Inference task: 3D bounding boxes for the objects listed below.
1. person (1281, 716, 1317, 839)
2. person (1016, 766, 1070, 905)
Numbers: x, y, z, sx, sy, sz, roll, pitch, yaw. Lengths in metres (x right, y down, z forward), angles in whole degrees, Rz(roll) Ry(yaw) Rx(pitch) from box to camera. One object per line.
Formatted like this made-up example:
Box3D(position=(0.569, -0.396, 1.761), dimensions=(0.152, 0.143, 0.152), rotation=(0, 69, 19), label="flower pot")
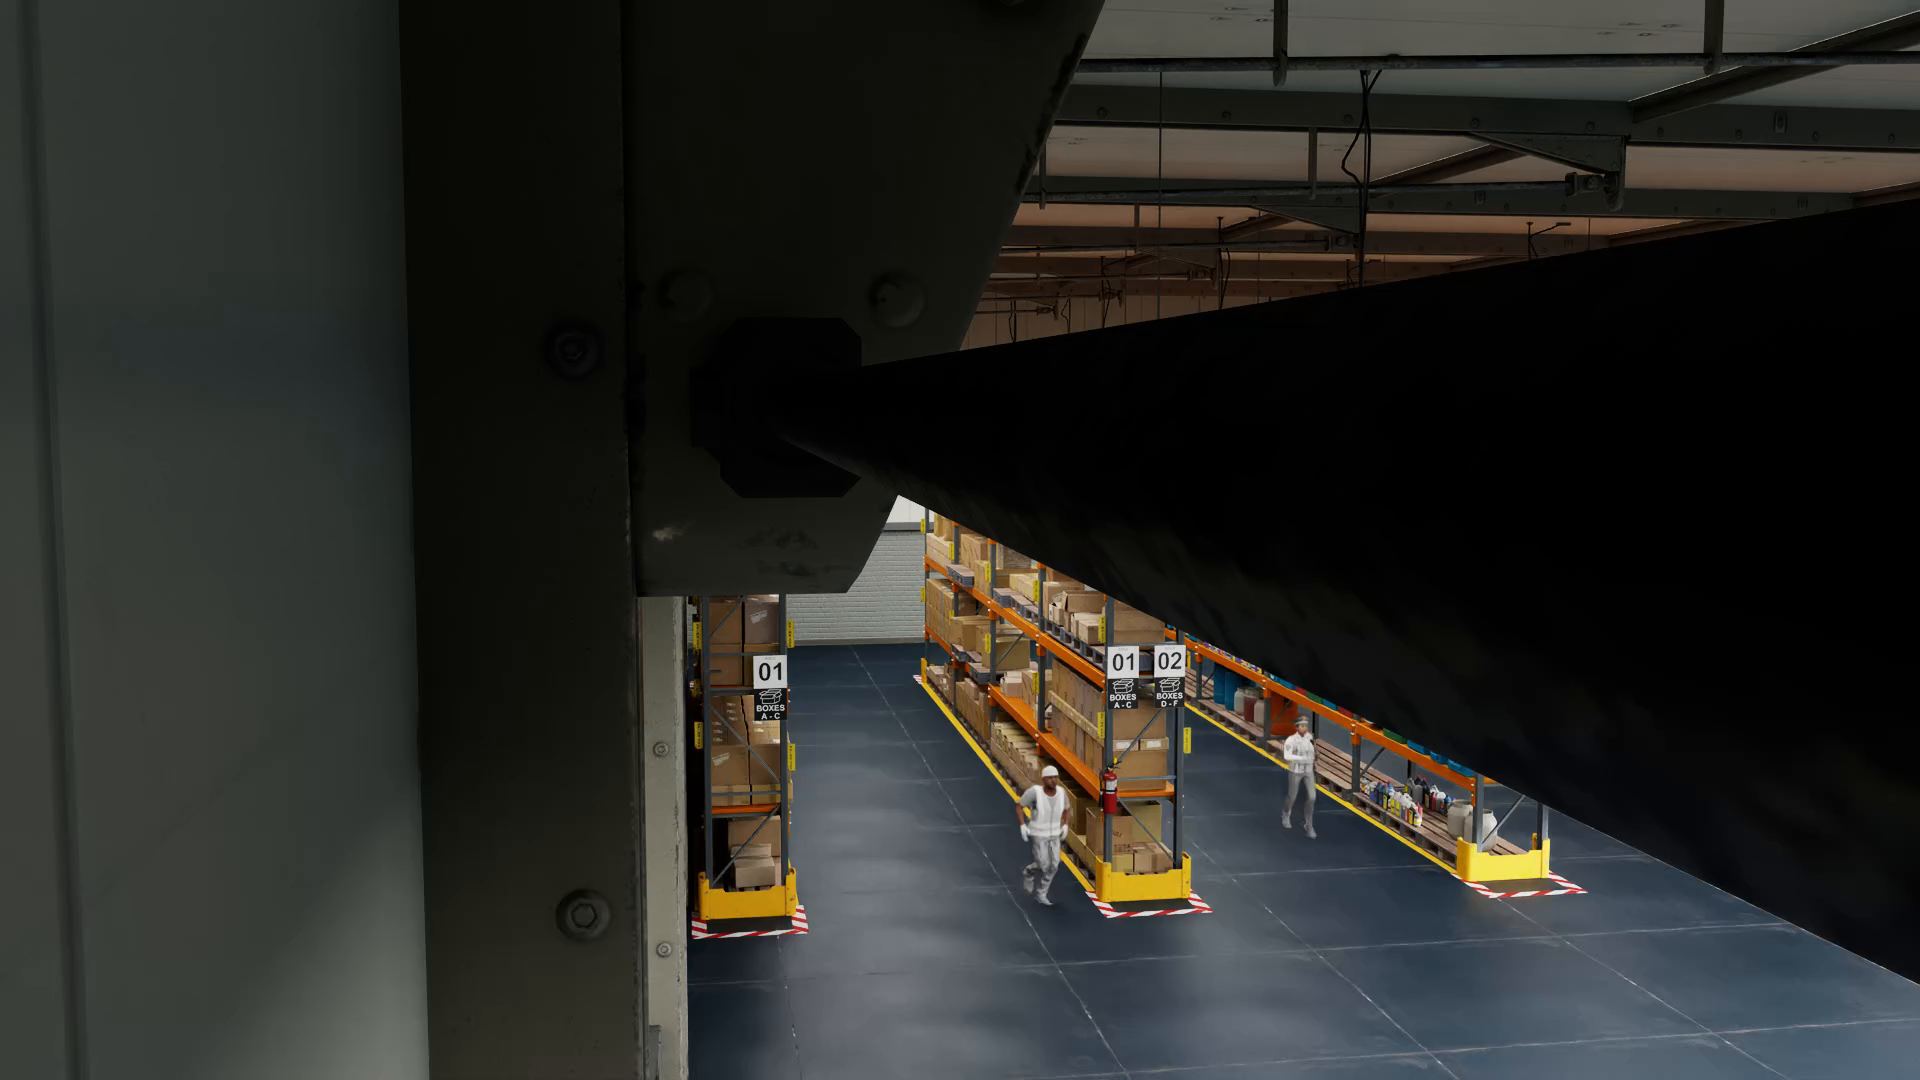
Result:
Box3D(position=(4.882, 3.382, 23.919), dimensions=(0.600, 1.764, 0.789), rotation=(-1, 5, -15), label="person")
Box3D(position=(1.059, 3.658, 20.681), dimensions=(0.701, 1.748, 0.551), rotation=(-2, 6, -25), label="person")
